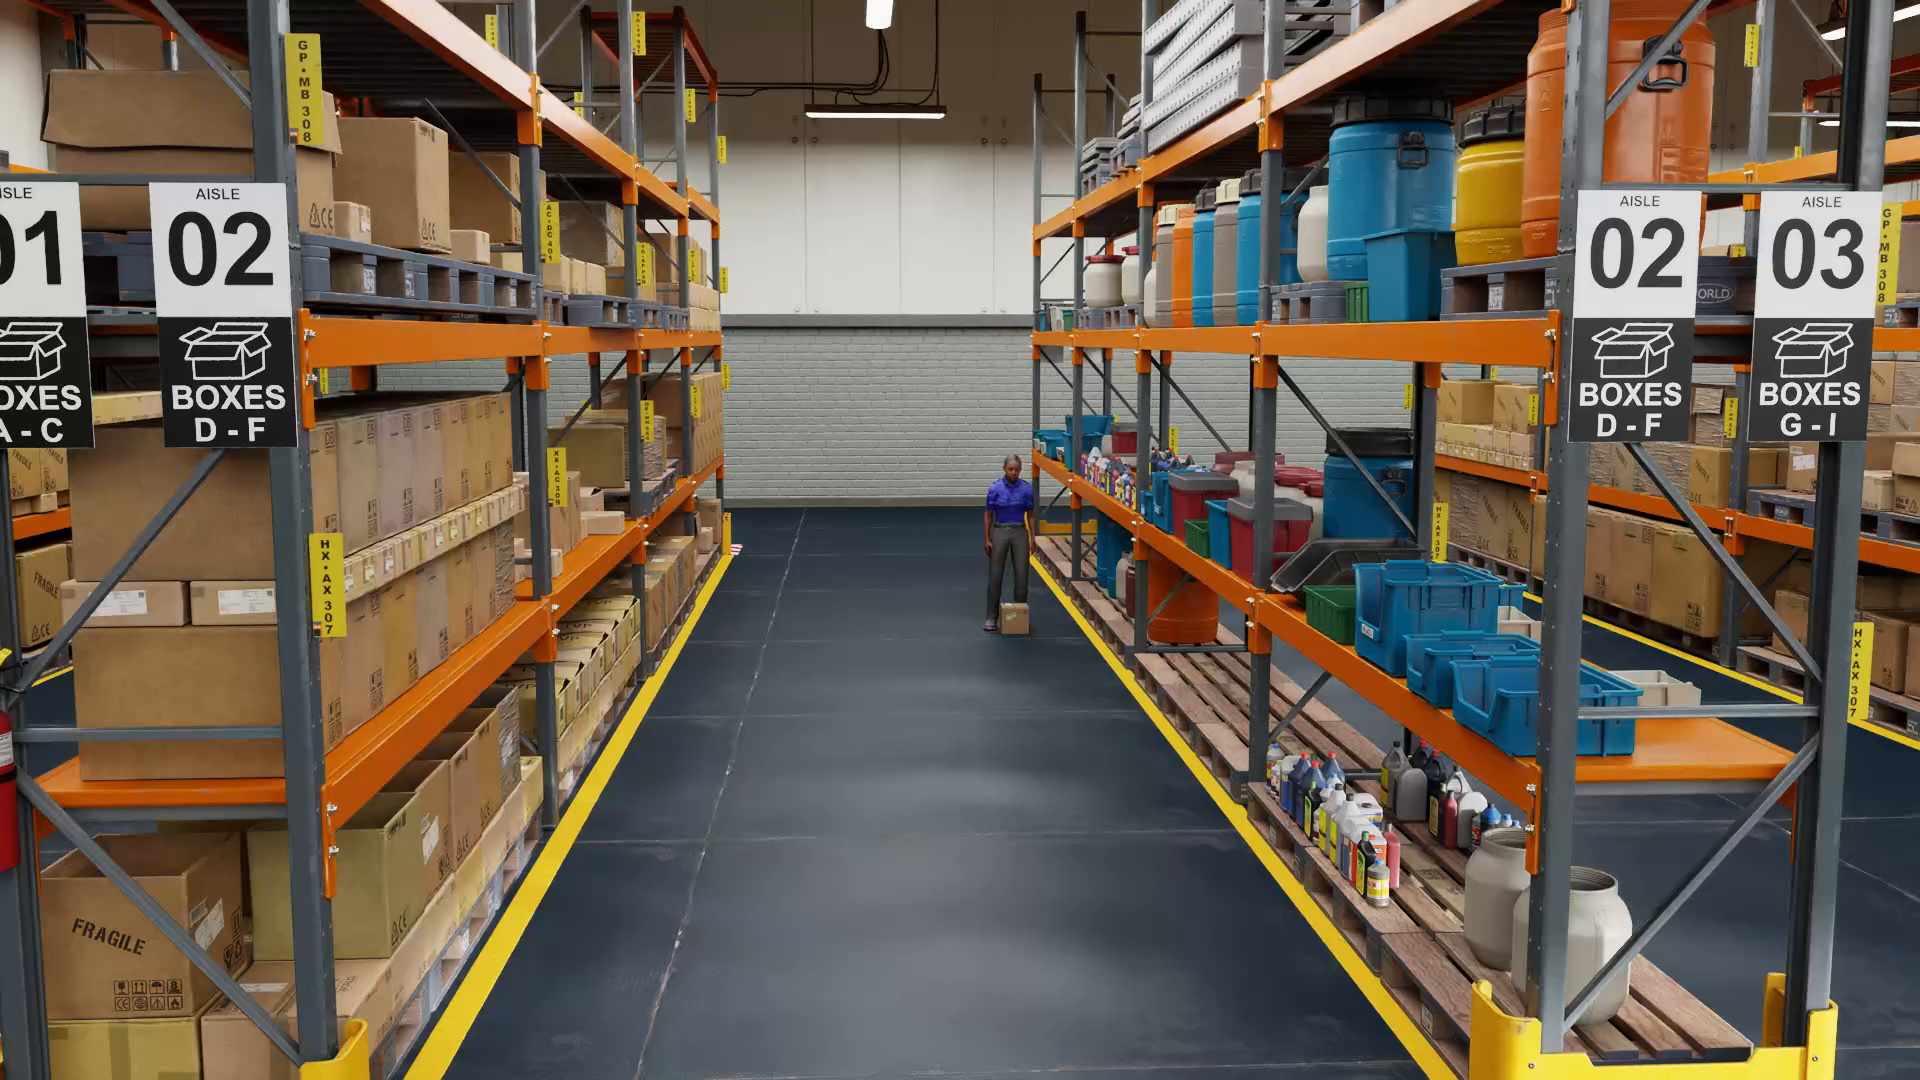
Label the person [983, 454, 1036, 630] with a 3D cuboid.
[{"bbox_3d":[0.466,0.010,15.685,0.507,1.655,0.350,0,7,-4],"label":"person"}]
